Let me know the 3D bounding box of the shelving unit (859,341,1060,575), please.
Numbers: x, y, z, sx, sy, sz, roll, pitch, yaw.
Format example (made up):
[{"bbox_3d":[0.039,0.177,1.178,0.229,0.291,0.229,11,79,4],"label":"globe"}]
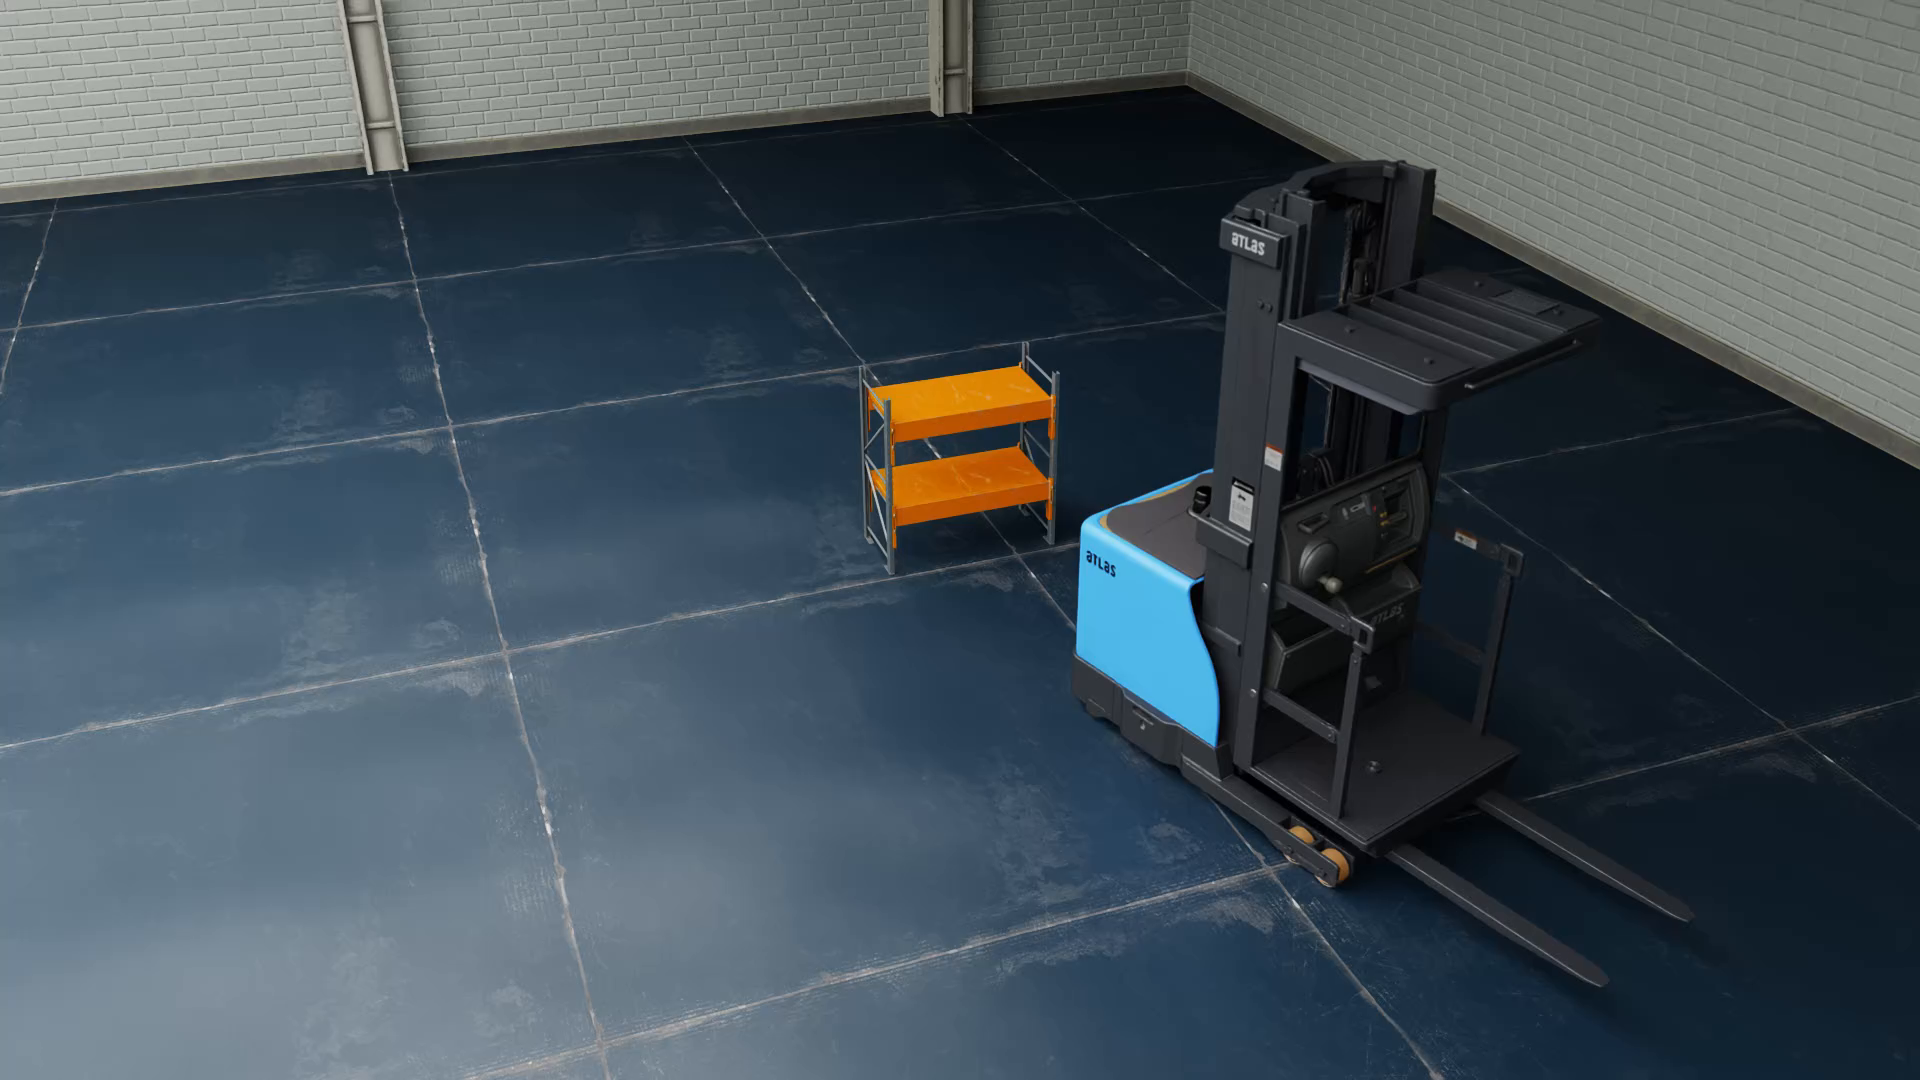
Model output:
[{"bbox_3d":[-0.006,-0.488,9.820,1.048,1.125,0.538,-10,31,-18],"label":"shelving unit"}]

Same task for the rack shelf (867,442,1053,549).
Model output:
[{"bbox_3d":[-0.006,-0.275,9.941,1.000,0.278,0.538,-10,31,-18],"label":"rack shelf"}]

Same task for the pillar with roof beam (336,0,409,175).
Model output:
[{"bbox_3d":[-4.219,-5.627,10.887,0.400,9.000,9.100,-10,31,-18],"label":"pillar with roof beam"}]

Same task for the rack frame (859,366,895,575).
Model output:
[{"bbox_3d":[-0.483,-0.400,9.666,0.032,1.125,0.500,-10,31,-18],"label":"rack frame"}]

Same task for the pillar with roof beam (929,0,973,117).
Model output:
[{"bbox_3d":[1.404,-6.663,12.705,0.400,9.000,9.100,-10,31,-18],"label":"pillar with roof beam"}]

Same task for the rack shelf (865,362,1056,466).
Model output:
[{"bbox_3d":[-0.006,-0.742,9.675,1.000,0.278,0.538,-10,31,-18],"label":"rack shelf"}]

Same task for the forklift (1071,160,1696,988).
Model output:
[{"bbox_3d":[1.871,-0.011,7.158,1.130,2.935,3.031,-21,36,-32],"label":"forklift"}]

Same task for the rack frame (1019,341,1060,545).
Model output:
[{"bbox_3d":[0.470,-0.575,9.974,0.032,1.125,0.500,-10,31,-18],"label":"rack frame"}]
